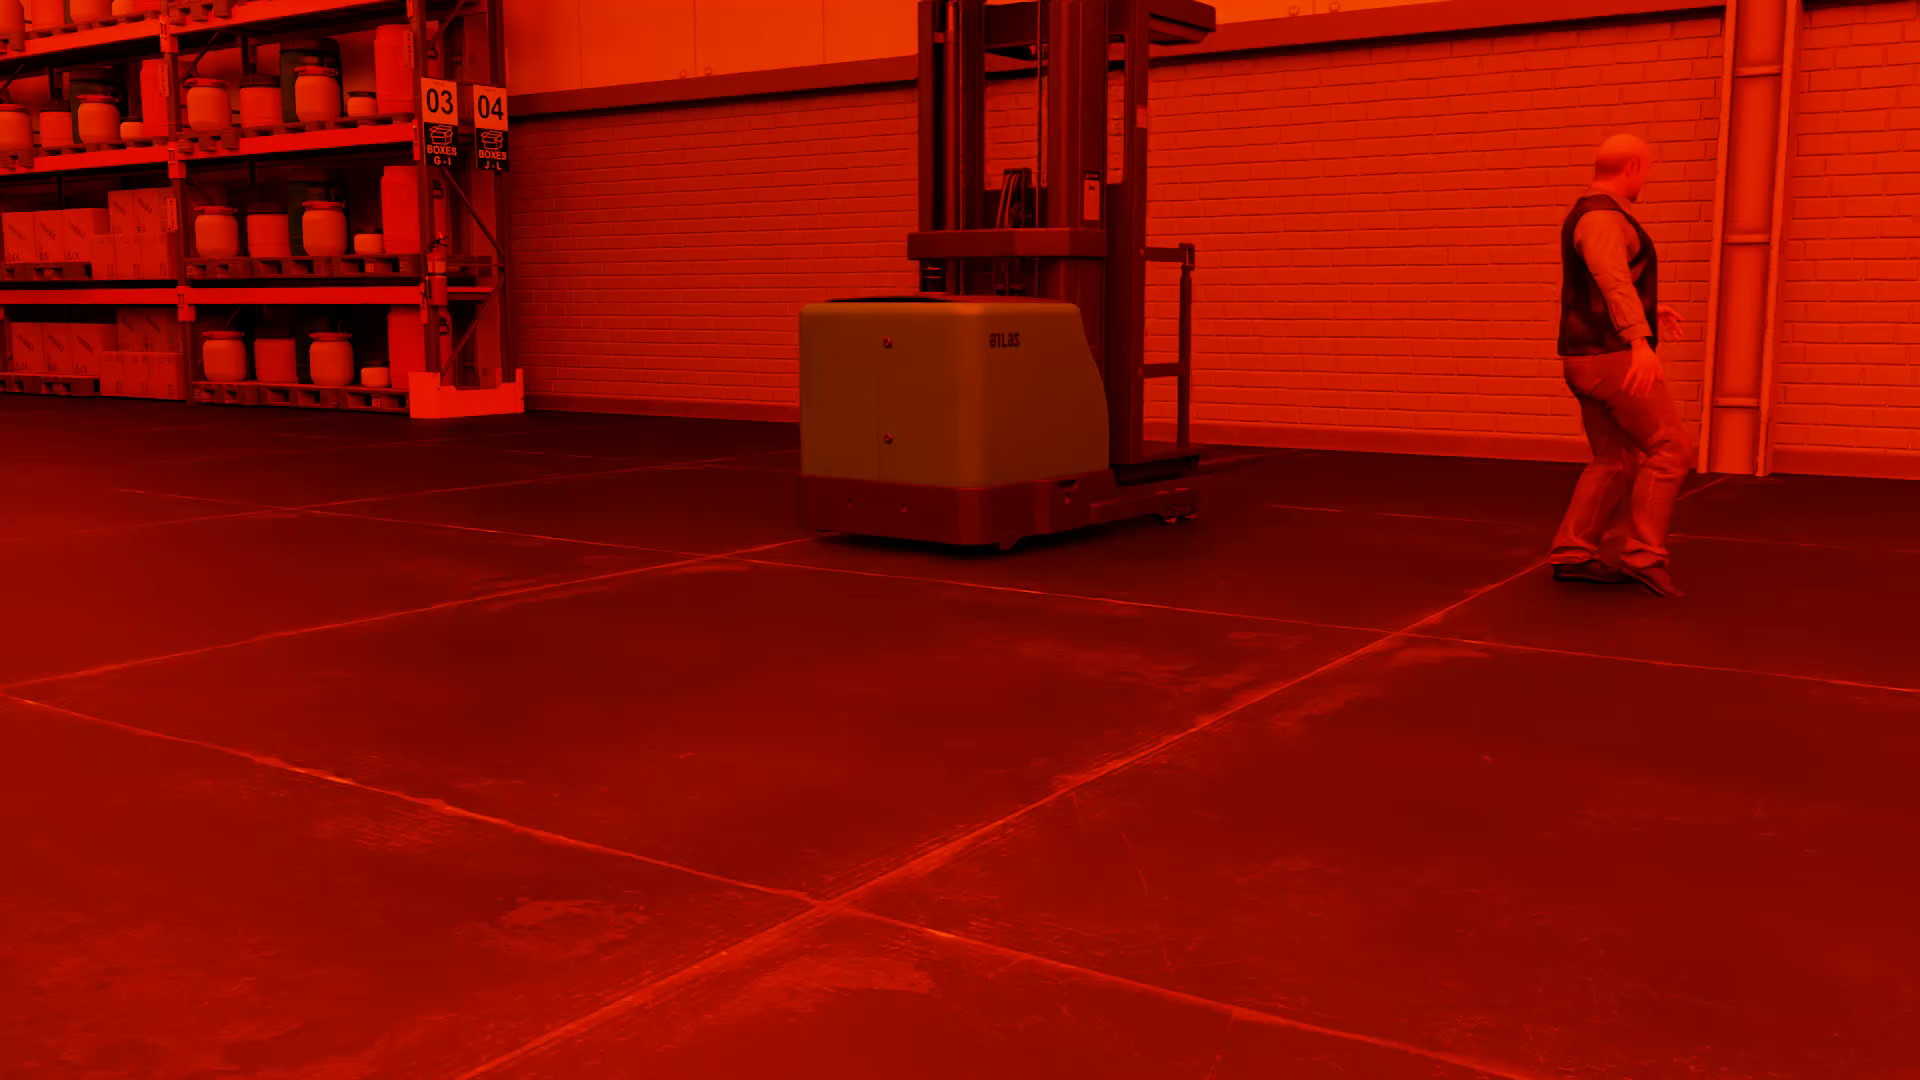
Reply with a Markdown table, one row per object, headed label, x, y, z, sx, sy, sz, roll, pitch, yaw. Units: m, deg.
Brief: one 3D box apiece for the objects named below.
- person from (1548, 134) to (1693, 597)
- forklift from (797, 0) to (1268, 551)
| label | x | y | z | sx | sy | sz | roll | pitch | yaw |
| --- | --- | --- | --- | --- | --- | --- | --- | --- | --- |
| person | 2.526 | -0.642 | 6.277 | 0.519 | 1.748 | 0.927 | 2 | 8 | 16 |
| forklift | 0.556 | -1.566 | 8.203 | 1.130 | 2.935 | 3.031 | 6 | 10 | 37 |
